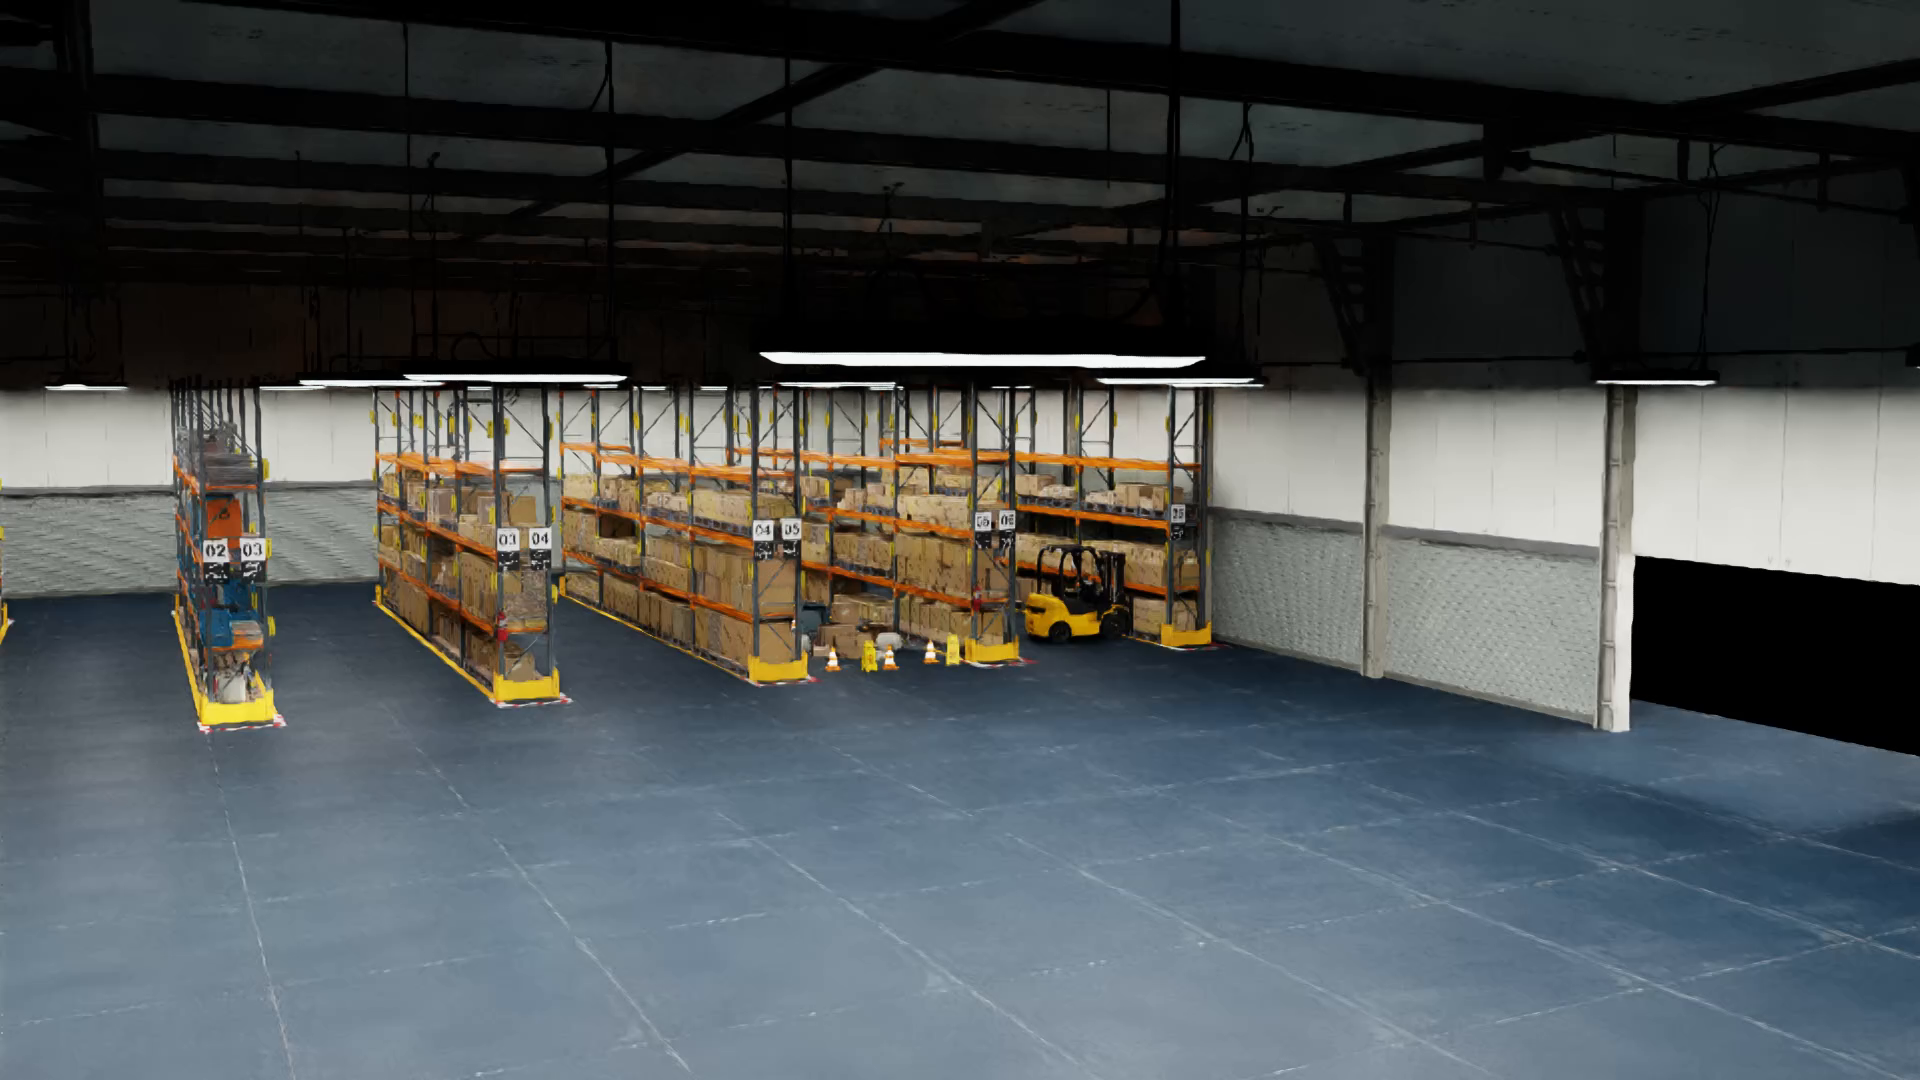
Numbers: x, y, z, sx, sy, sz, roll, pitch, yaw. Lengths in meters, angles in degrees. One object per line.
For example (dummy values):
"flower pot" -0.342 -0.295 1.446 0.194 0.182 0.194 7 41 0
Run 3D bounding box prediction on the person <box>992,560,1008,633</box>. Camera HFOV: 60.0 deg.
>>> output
"person" 0.859 1.337 39.575 0.532 1.728 0.635 0 5 -1
